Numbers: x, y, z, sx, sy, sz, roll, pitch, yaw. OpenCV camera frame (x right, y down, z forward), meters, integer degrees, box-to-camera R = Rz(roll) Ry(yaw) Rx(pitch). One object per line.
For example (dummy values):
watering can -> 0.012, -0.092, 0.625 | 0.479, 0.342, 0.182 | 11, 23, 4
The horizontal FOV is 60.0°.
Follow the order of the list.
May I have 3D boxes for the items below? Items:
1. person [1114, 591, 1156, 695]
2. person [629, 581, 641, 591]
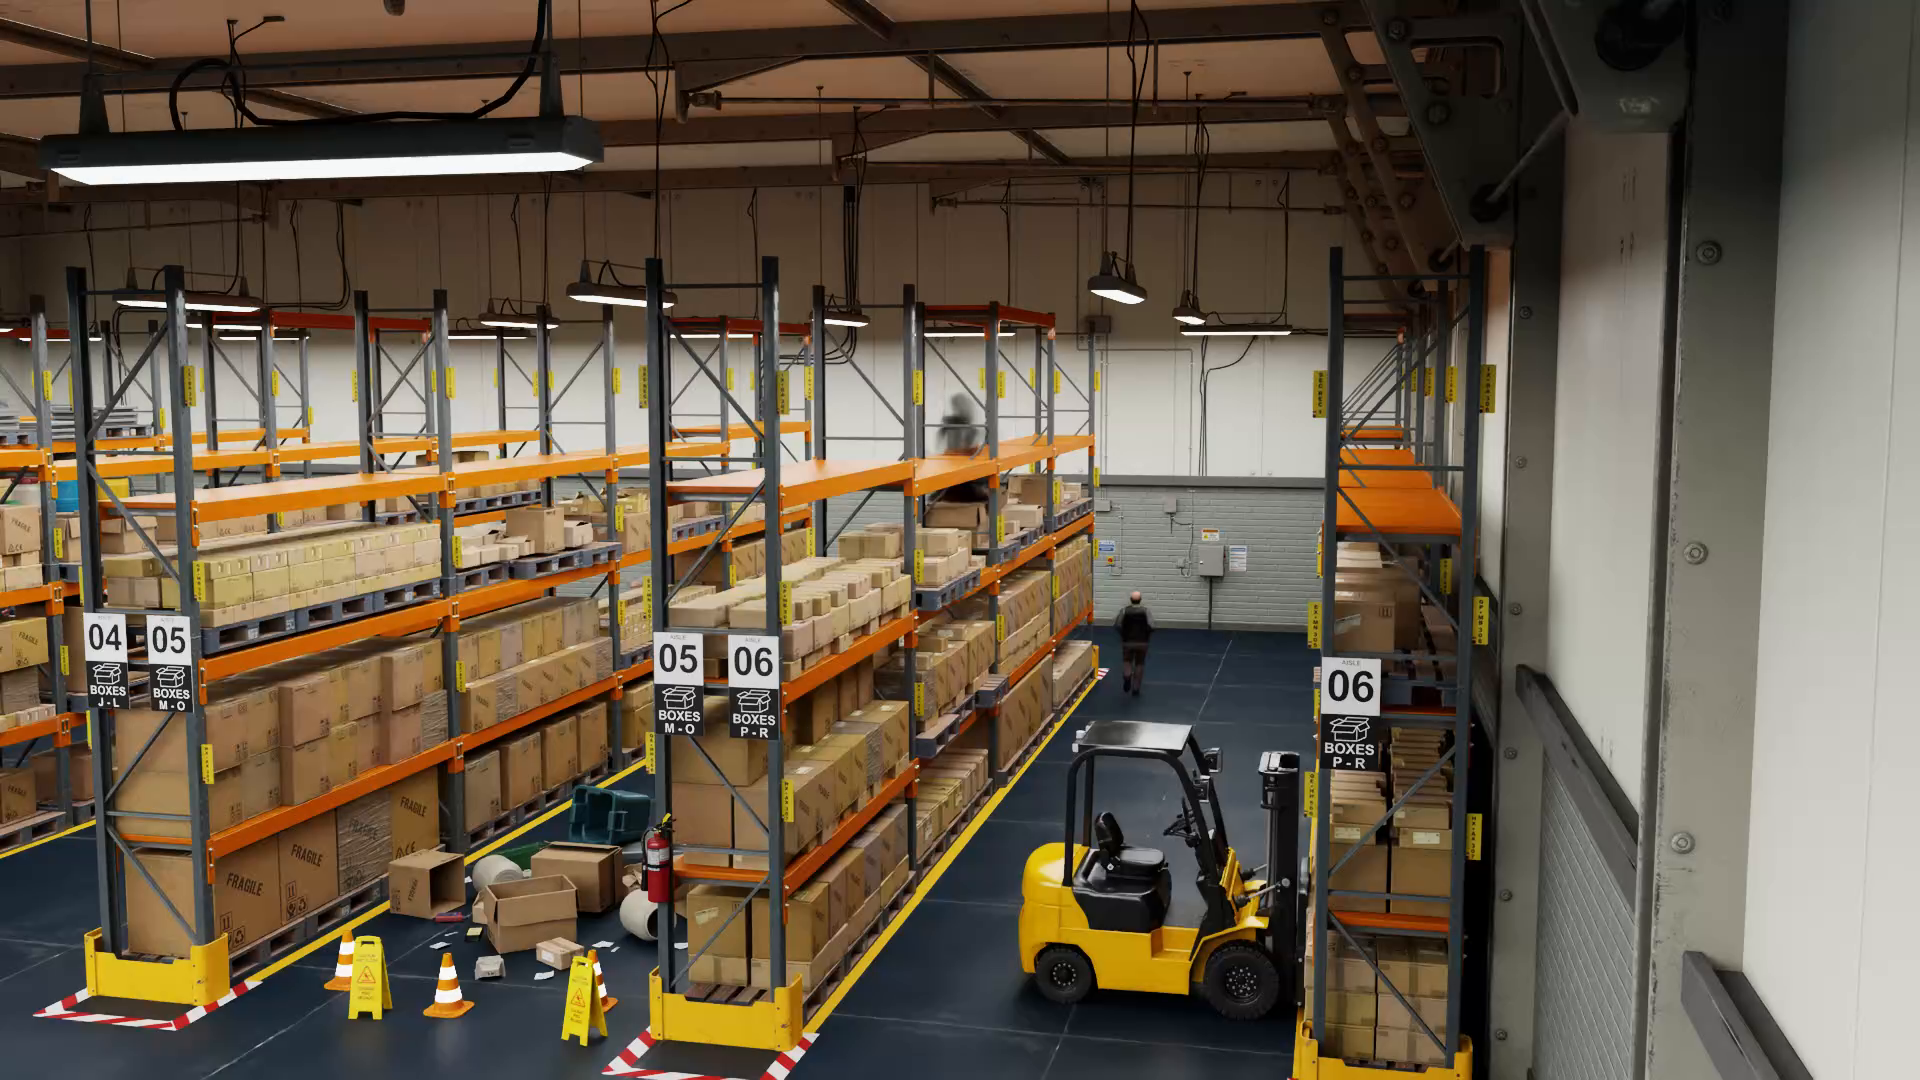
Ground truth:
person -> 2.801, 1.640, 26.628 | 0.656, 1.673, 0.604 | 1, 6, 8
person -> -5.343, 1.523, 27.636 | 0.694, 1.727, 0.670 | 2, 6, 17
